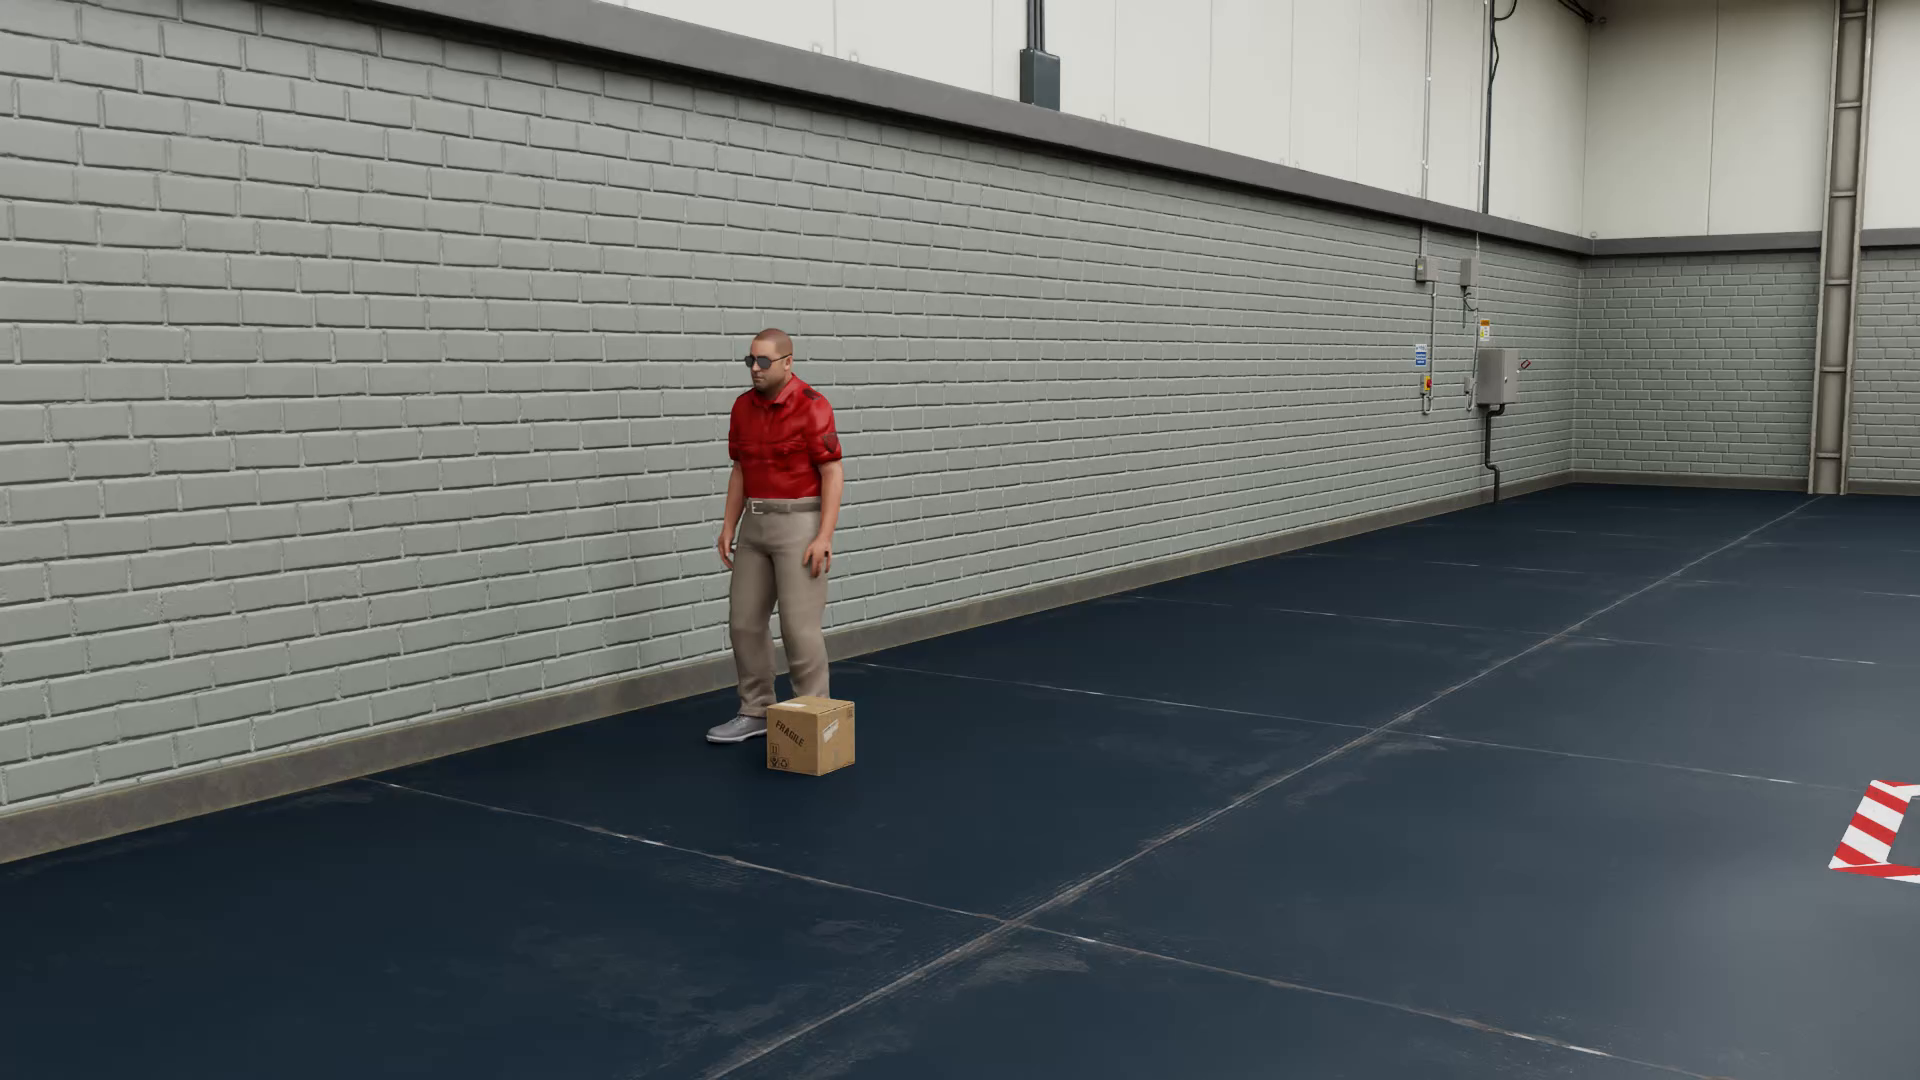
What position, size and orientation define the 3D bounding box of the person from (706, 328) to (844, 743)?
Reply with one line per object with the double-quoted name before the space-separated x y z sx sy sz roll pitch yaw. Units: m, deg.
"person" -0.748 -0.007 6.893 0.585 1.727 0.391 4 8 34
